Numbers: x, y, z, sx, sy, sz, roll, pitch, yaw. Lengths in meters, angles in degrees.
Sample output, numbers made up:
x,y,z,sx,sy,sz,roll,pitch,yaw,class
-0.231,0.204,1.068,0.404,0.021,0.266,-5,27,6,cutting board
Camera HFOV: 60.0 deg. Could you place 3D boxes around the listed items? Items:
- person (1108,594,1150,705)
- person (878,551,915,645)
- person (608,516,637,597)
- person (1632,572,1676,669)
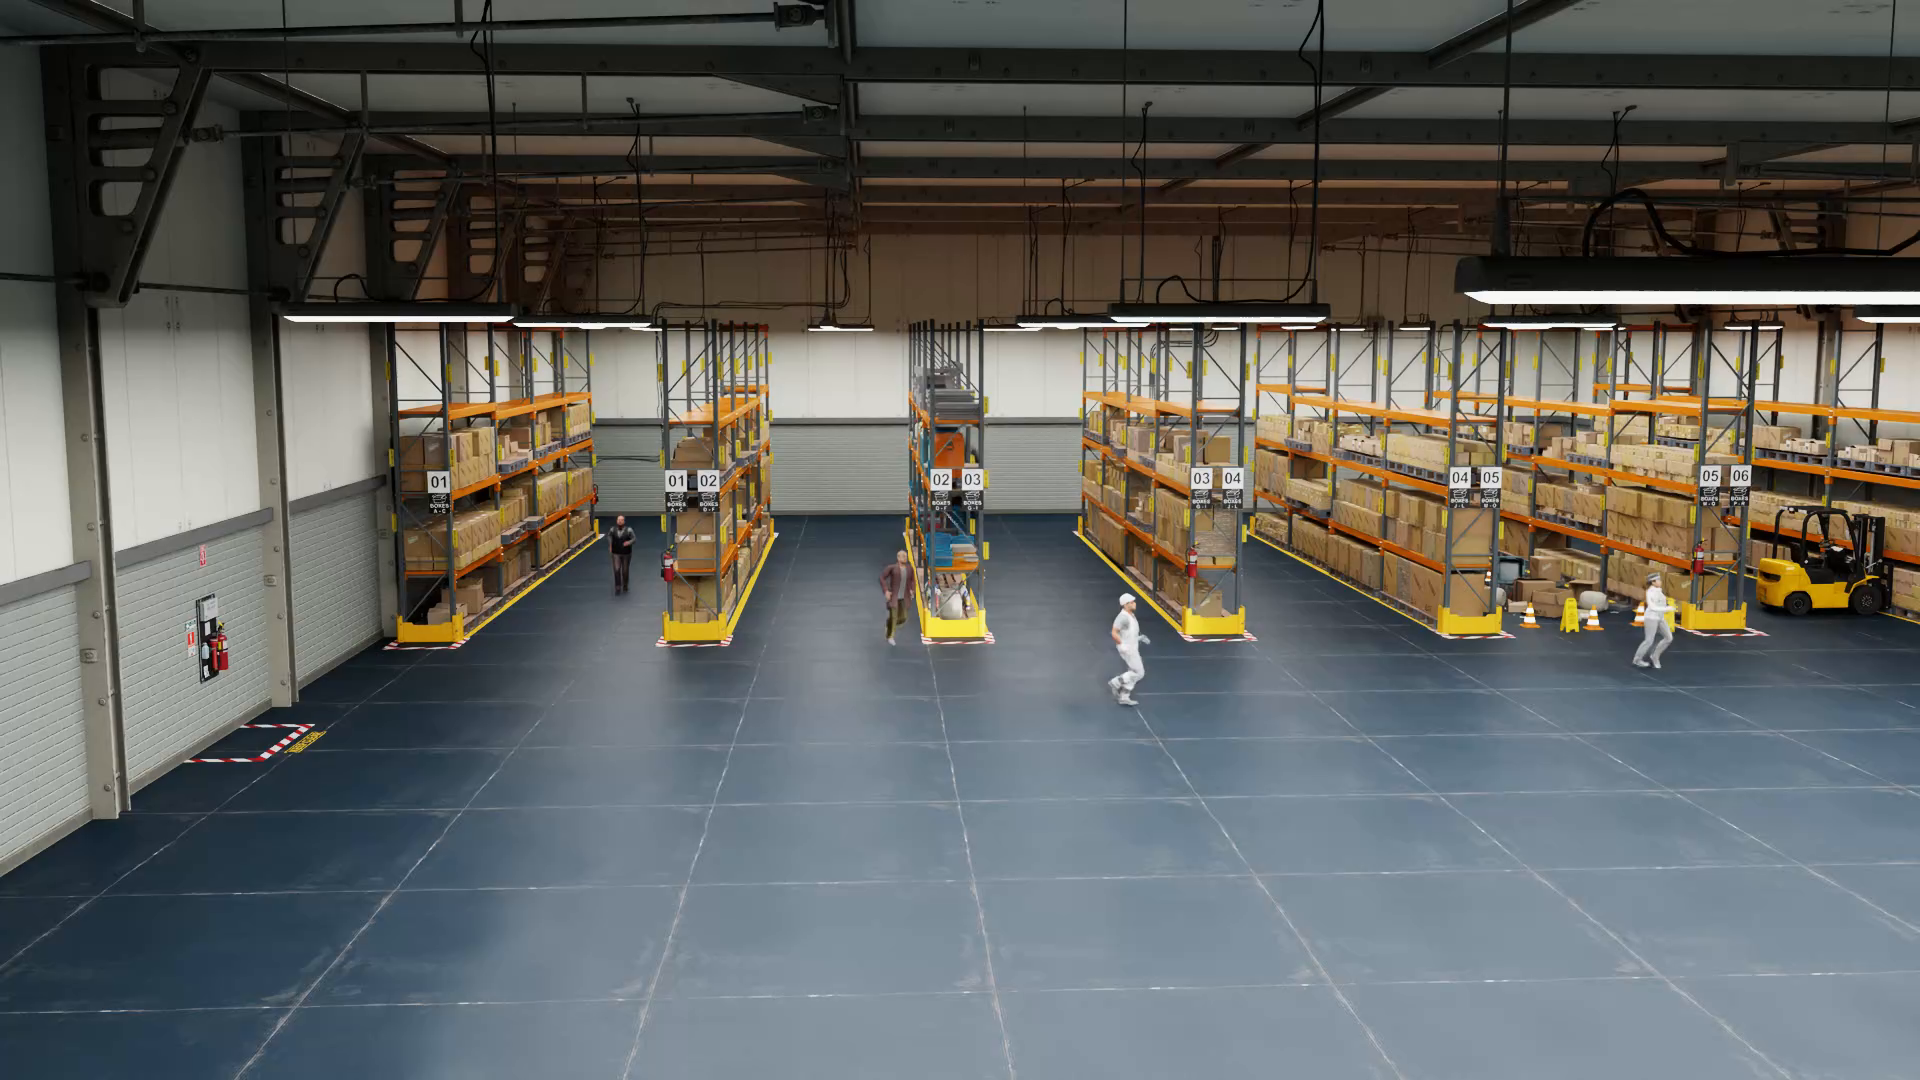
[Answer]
x,y,z,sx,sy,sz,roll,pitch,yaw,class
2.615,1.692,25.703,0.595,1.735,0.666,2,7,18,person
-1.160,1.060,31.033,0.757,1.732,0.615,-3,8,-25,person
-7.457,0.343,36.730,0.639,1.772,0.792,-1,7,-9,person
11.901,1.378,28.443,0.581,1.699,0.677,-7,10,-44,person
